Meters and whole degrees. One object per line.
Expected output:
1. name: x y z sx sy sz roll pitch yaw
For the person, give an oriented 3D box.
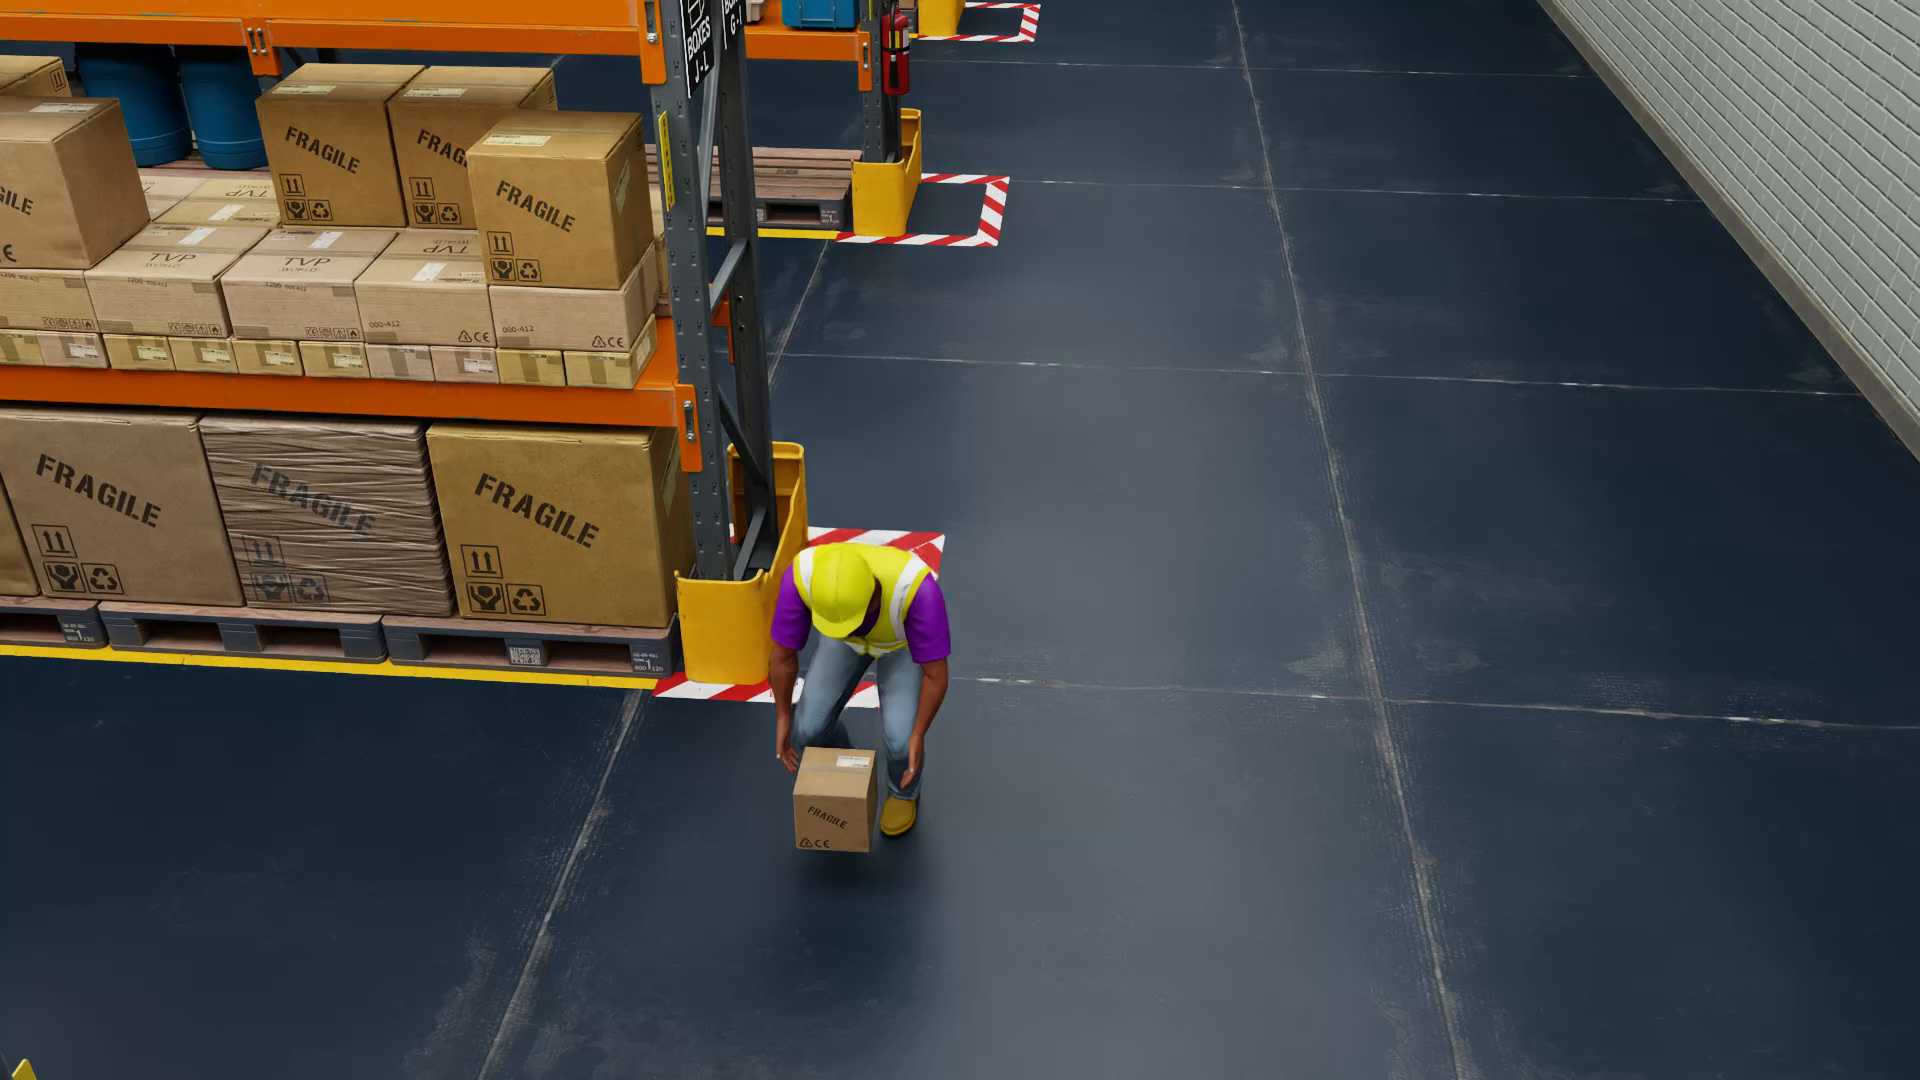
1. person: -0.310 0.456 5.806 0.630 1.317 0.802 8 33 13
